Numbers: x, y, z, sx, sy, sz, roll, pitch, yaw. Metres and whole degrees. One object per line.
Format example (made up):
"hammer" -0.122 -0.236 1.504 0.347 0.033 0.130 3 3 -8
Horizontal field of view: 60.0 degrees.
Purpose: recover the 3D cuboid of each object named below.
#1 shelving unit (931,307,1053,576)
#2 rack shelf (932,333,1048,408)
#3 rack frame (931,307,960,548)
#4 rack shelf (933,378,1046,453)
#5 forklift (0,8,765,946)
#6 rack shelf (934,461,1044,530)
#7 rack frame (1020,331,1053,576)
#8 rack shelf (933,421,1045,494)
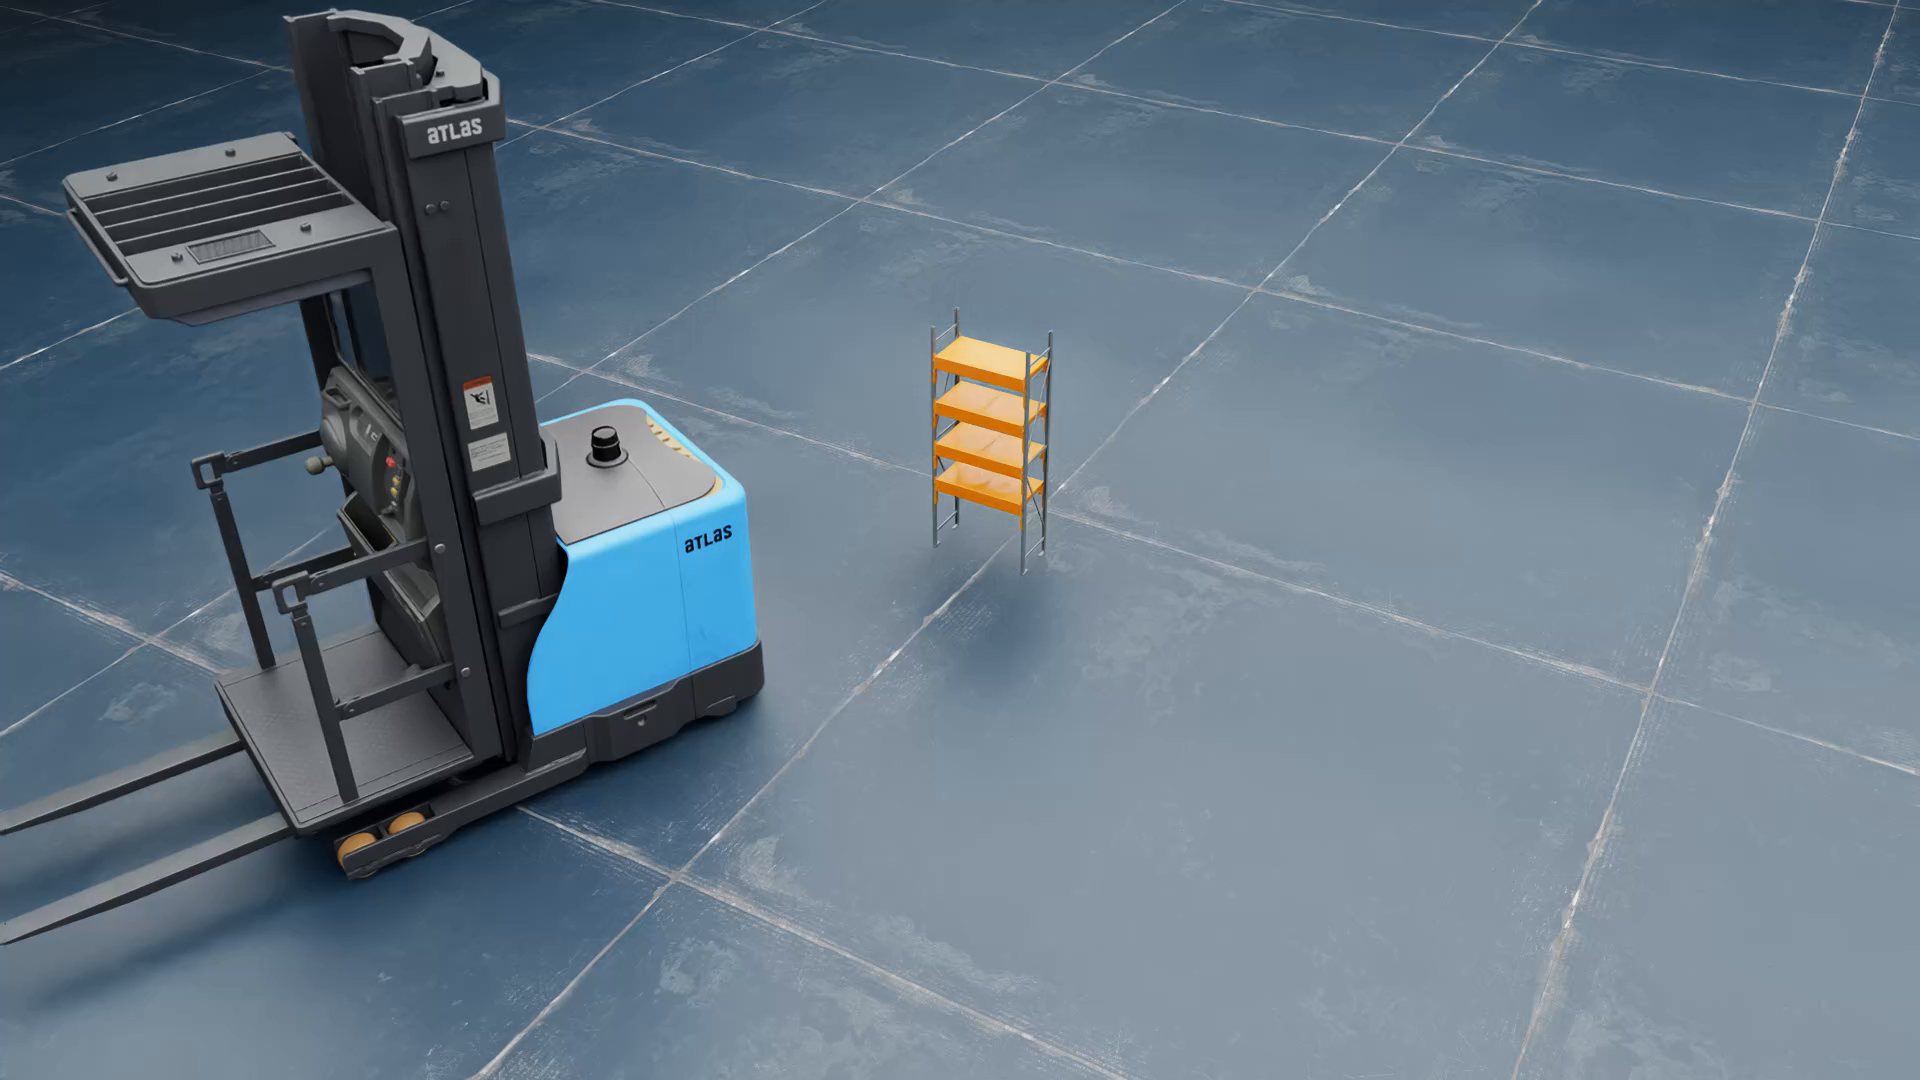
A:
"shelving unit" 0.144 -0.454 7.849 0.503 1.200 0.258 18 37 24
"rack shelf" 0.144 -0.781 7.631 0.480 0.148 0.258 18 37 24
"rack frame" -0.068 -0.521 7.950 0.015 1.200 0.240 18 37 24
"rack shelf" 0.144 -0.584 7.762 0.480 0.148 0.258 18 37 24
"forklift" -2.336 -0.270 6.012 3.031 2.935 1.130 -22 39 -29
"rack shelf" 0.144 -0.233 7.996 0.480 0.148 0.258 18 37 24
"rack frame" 0.356 -0.387 7.748 0.015 1.200 0.240 18 37 24
"rack shelf" 0.144 -0.398 7.886 0.480 0.148 0.258 18 37 24
